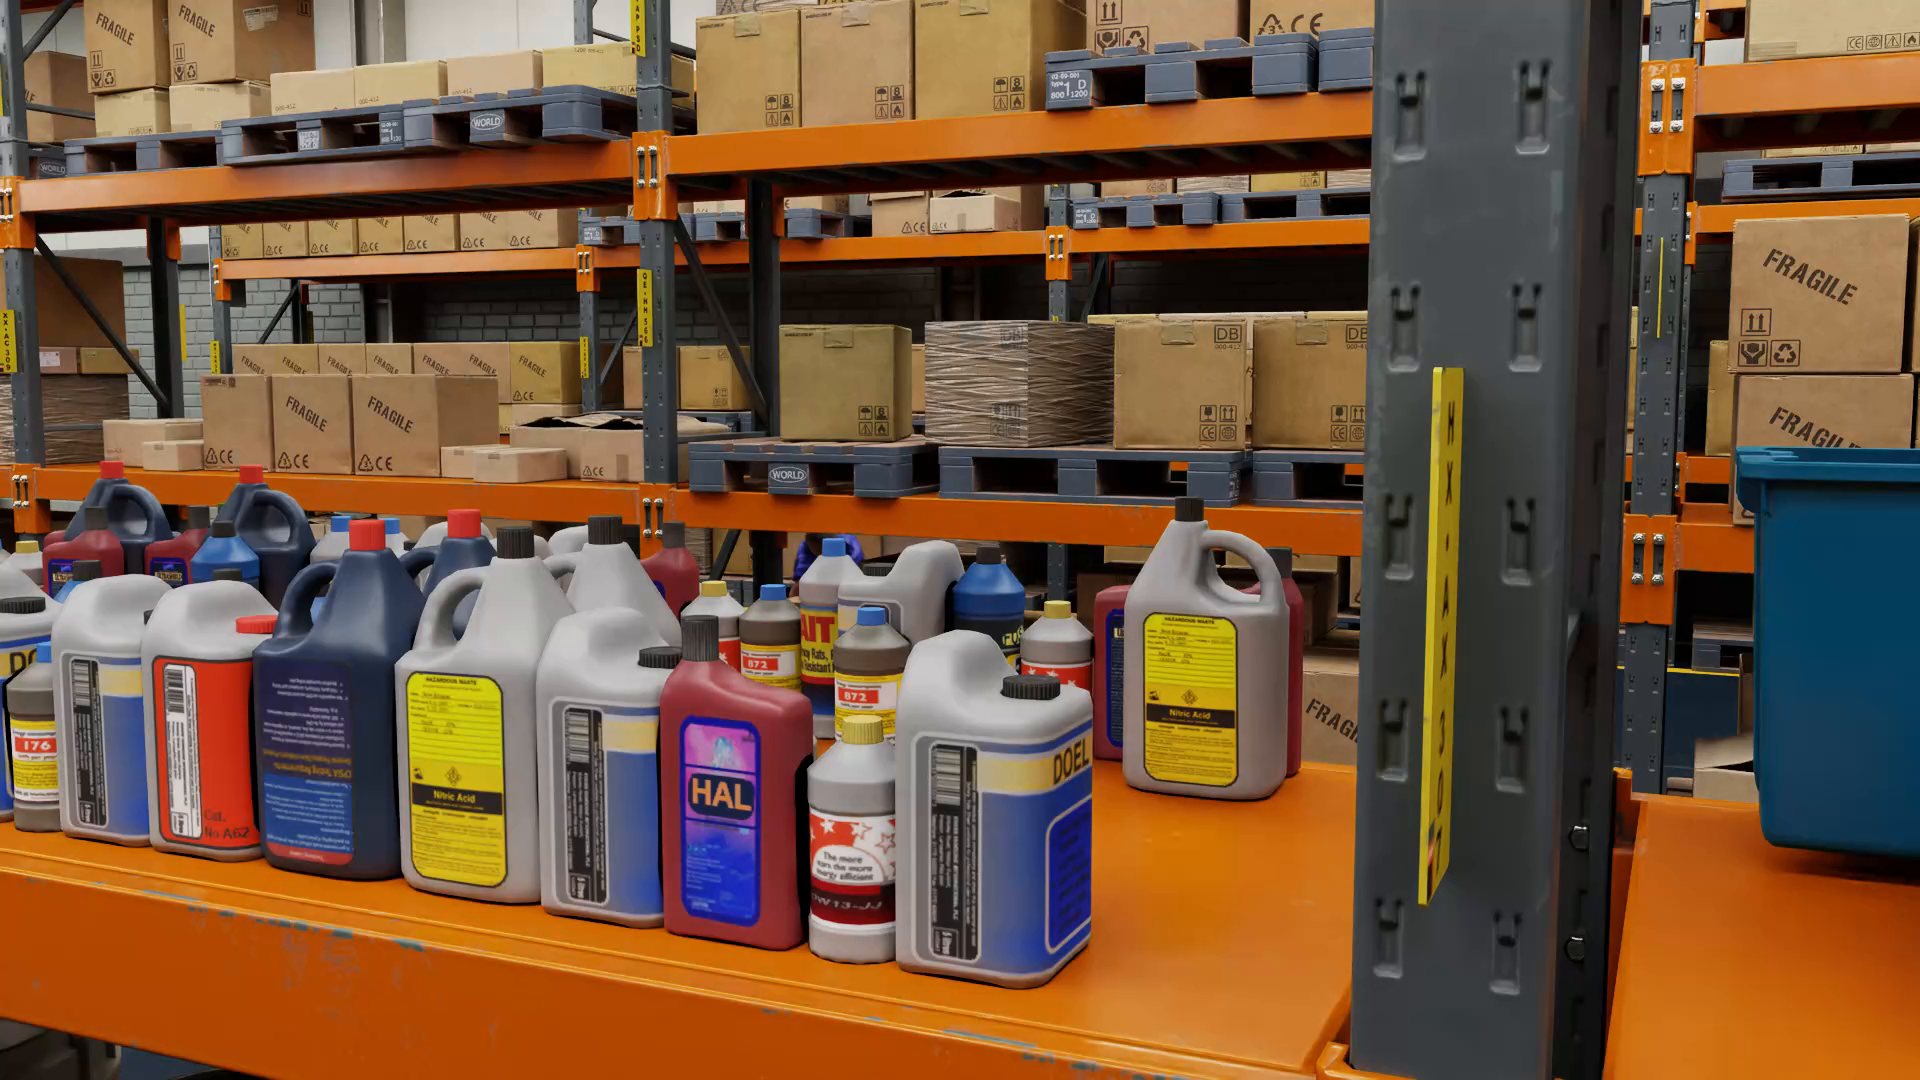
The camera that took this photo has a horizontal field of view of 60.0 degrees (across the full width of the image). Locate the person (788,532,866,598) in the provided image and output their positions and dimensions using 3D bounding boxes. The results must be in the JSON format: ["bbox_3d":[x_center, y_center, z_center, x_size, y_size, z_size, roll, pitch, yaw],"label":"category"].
[{"bbox_3d":[-0.788,0.319,10.316,0.452,0.934,0.868,2,6,22],"label":"person"}]
